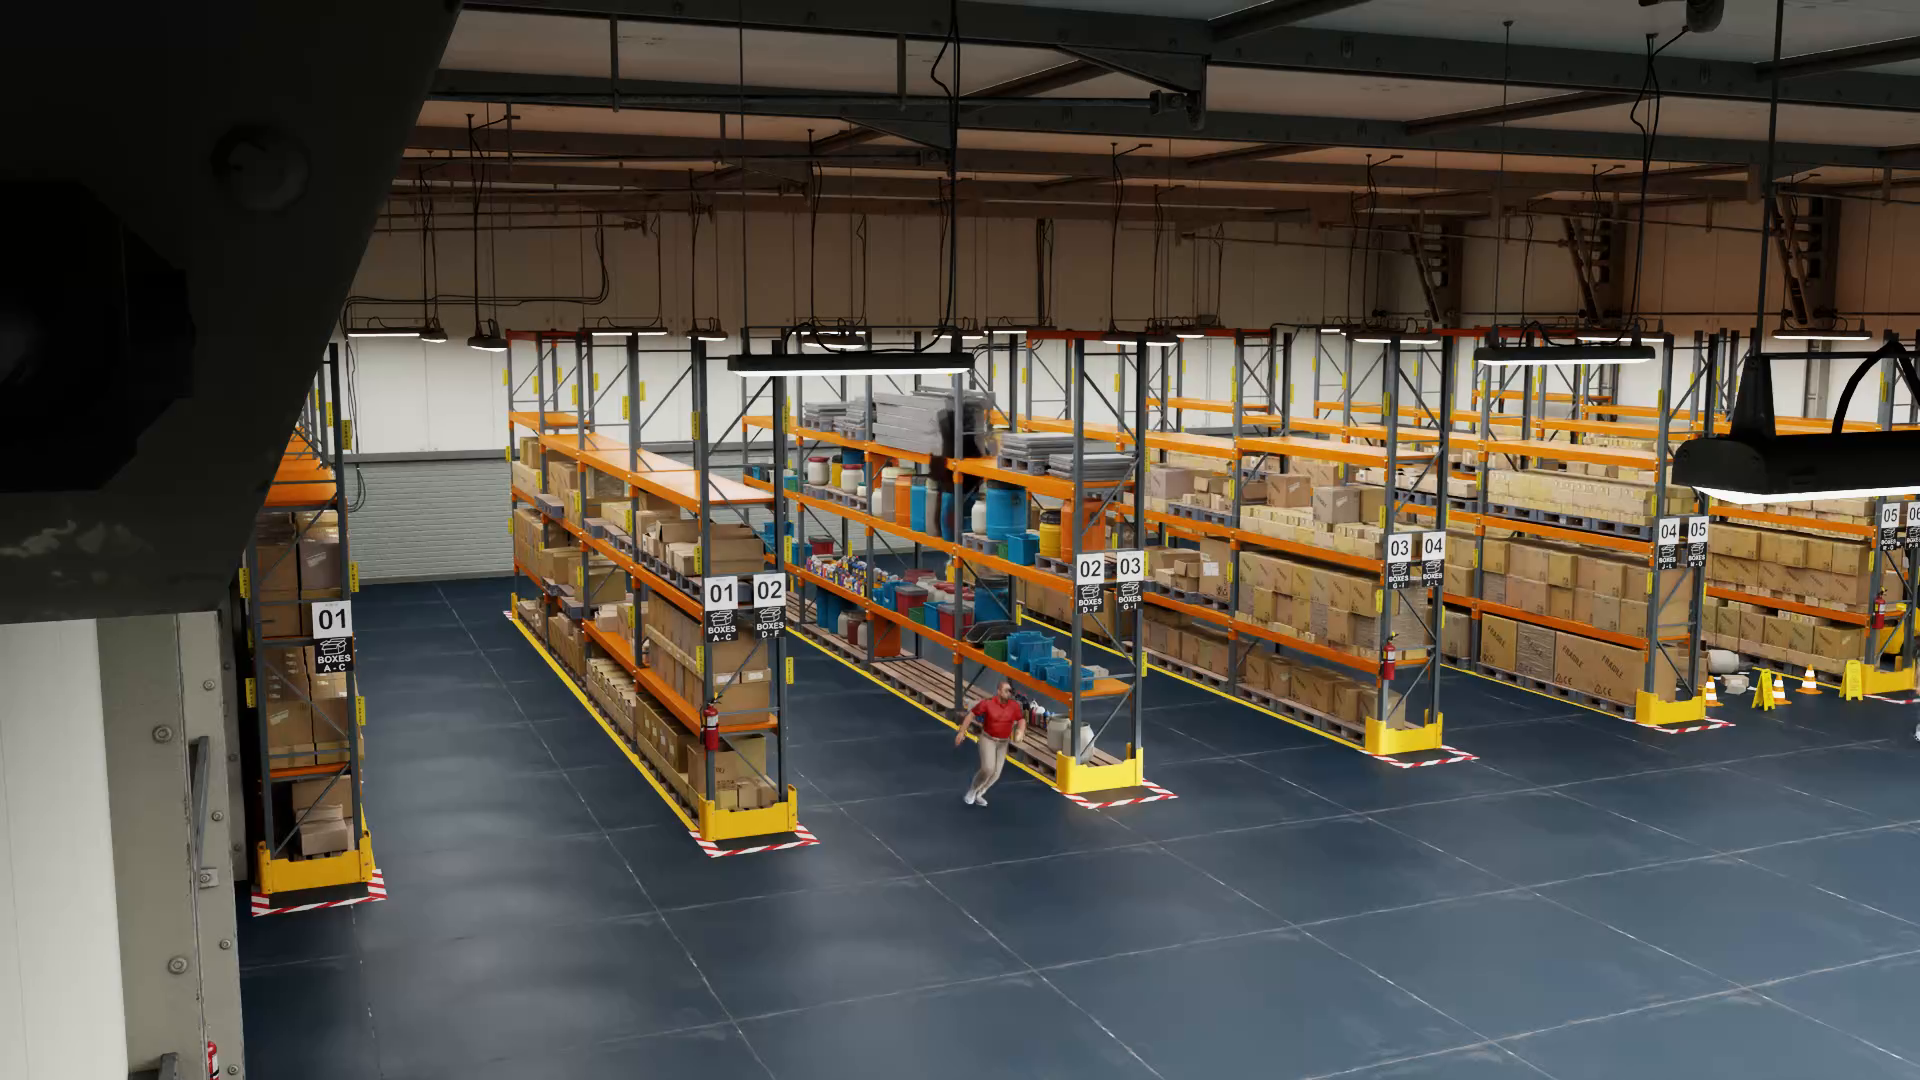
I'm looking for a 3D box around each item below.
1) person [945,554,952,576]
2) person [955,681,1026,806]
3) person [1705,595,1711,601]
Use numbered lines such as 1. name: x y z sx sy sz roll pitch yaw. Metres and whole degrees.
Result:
1. person: 0.034 0.097 39.956 0.858 1.600 0.705 4 9 27
2. person: 0.462 2.630 21.417 0.872 1.619 0.655 -4 9 -30
3. person: 15.274 0.961 33.729 0.575 1.617 0.720 -4 9 -29
